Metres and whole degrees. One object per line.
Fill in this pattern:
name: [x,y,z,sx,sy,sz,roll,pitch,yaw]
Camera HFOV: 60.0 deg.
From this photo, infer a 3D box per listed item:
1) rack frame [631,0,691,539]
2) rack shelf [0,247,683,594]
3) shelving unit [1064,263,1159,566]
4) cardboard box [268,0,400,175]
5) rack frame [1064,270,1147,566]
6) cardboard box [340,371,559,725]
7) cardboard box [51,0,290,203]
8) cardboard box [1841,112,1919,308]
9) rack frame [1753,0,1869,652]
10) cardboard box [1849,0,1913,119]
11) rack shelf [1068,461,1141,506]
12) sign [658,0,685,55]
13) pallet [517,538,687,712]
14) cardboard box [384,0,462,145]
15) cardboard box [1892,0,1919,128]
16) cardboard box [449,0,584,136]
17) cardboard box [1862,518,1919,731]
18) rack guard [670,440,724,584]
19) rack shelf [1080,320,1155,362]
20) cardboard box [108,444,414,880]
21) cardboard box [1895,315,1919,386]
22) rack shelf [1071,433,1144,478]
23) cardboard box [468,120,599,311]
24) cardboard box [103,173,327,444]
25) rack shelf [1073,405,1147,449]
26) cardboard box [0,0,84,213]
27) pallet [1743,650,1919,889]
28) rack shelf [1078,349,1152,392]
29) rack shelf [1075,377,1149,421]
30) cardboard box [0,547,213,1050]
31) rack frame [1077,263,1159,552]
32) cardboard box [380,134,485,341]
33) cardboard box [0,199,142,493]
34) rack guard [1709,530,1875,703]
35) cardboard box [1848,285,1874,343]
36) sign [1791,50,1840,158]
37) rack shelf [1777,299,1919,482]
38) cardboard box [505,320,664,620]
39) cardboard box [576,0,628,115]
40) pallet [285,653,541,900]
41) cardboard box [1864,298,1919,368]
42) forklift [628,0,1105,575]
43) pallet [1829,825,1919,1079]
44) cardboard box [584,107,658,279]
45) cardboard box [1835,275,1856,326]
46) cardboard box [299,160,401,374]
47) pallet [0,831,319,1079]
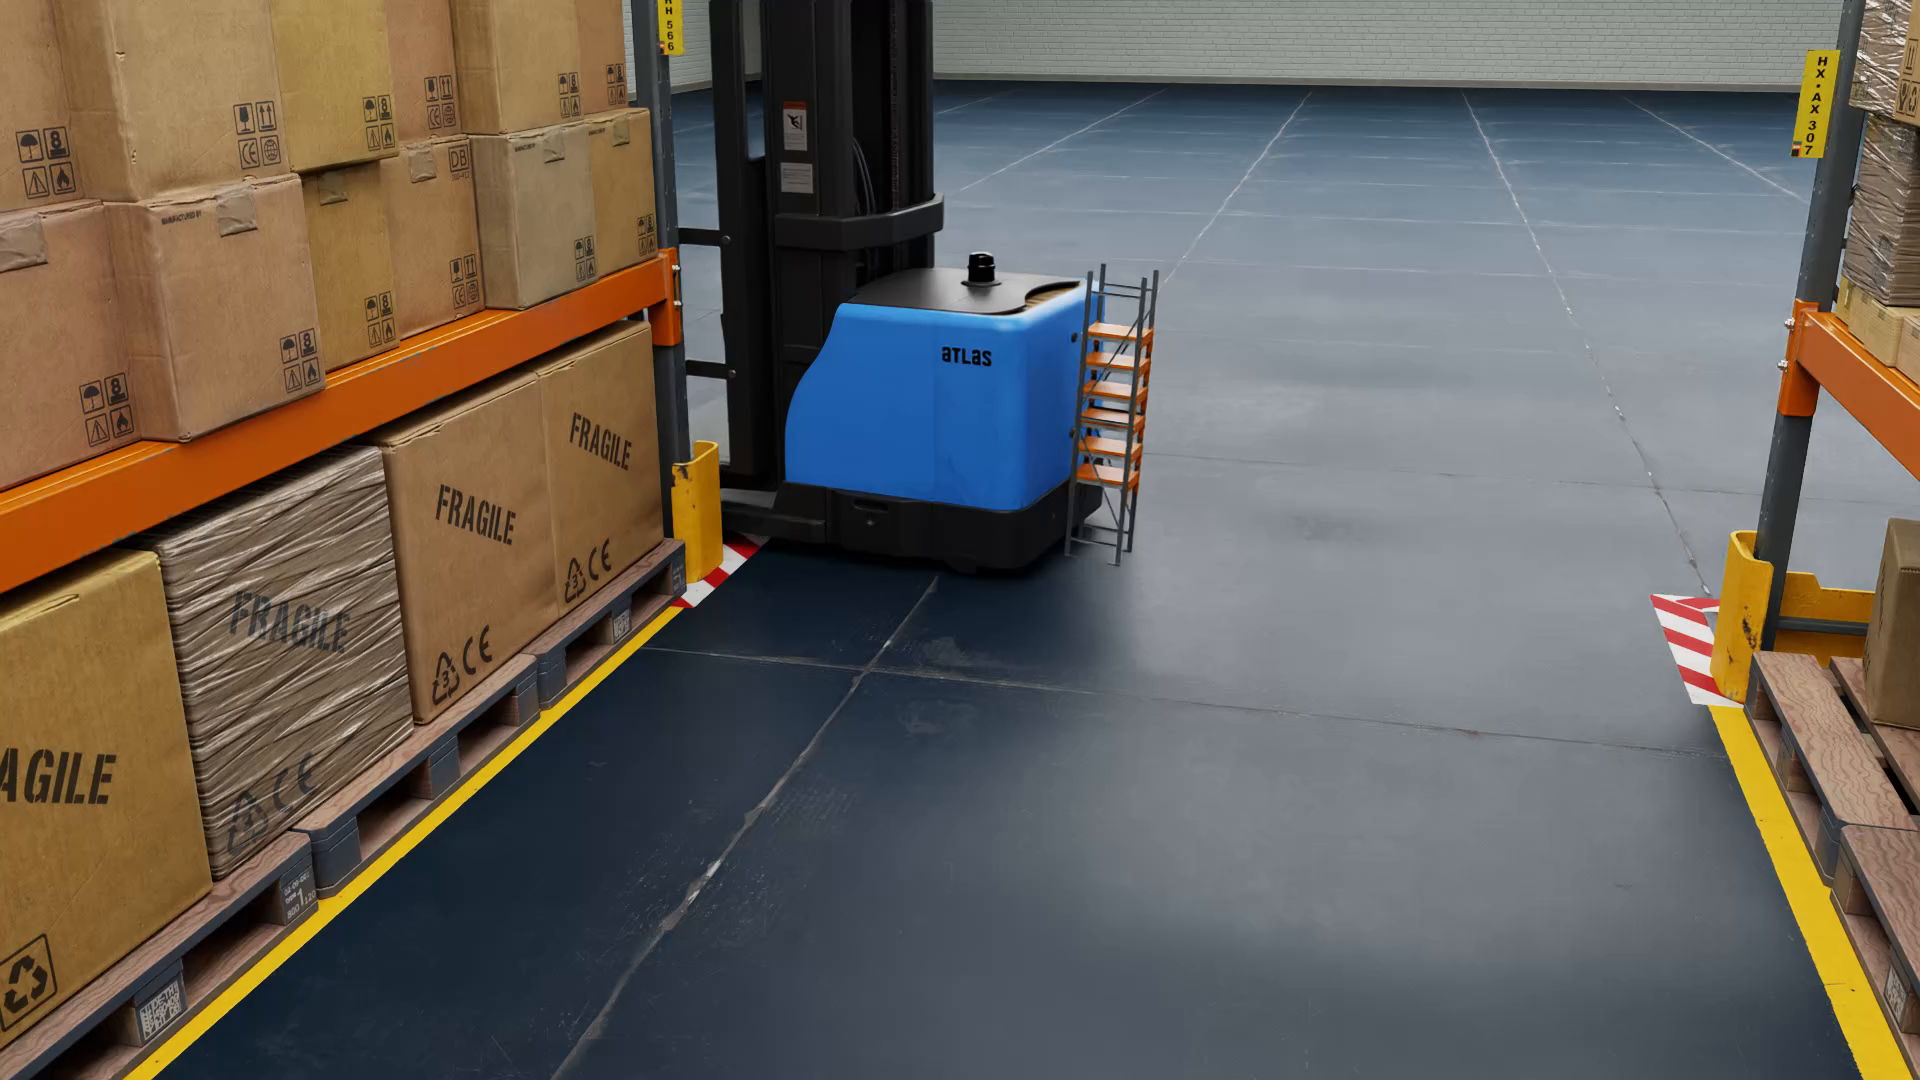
rack frame: [-1.586,-1.331,6.444,1.000,3.000,0.127,5,19,13]
rack shelf: [-2.075,-0.364,4.725,1.077,0.370,4.000,5,19,13]
shelving unit: [0.614,-0.503,6.782,0.258,1.200,0.189,10,21,18]
cardboard box: [-2.031,-1.279,4.389,0.875,0.550,0.500,5,19,13]
rack frame: [0.582,-0.476,6.701,0.240,1.200,0.006,10,21,18]
cardboard box: [-1.901,-0.031,5.274,0.875,0.875,0.875,4,19,13]
cardboard box: [-2.153,-1.112,3.901,0.875,0.550,0.550,5,19,13]
cardboard box: [3.038,-0.926,4.642,0.875,0.500,0.500,5,19,13]
rack frame: [3.199,-0.908,5.204,1.000,3.000,0.127,5,19,13]
cardboard box: [2.800,-1.418,4.537,0.500,0.500,0.500,5,19,13]
rack shelf: [0.598,-0.237,6.880,0.258,0.103,0.180,10,21,18]
sign: [-1.063,-1.944,6.080,0.100,0.325,0.005,5,19,13]
pallet: [-1.706,0.245,6.143,1.003,0.211,1.213,5,19,13]
cardboard box: [-2.028,-1.455,4.905,0.875,0.550,0.550,5,19,13]
cardboard box: [2.671,-1.262,4.080,0.500,0.500,0.500,5,19,13]
cardboard box: [-1.759,-1.620,5.388,0.875,0.550,0.550,5,19,13]
cardboard box: [3.030,0.271,4.971,0.500,0.500,0.500,9,21,23]
rack guard: [-1.580,-0.156,6.870,1.175,0.500,0.348,5,19,13]
rack shelf: [0.632,-0.799,6.673,0.258,0.103,0.180,10,21,18]
cardboard box: [-2.125,0.255,4.438,0.875,0.875,0.875,5,19,14]
cardboard box: [2.702,-0.484,4.353,0.380,0.149,0.250,5,19,13]
rack shelf: [0.605,-0.349,6.838,0.258,0.103,0.180,10,21,18]
cardboard box: [-1.746,-1.108,5.559,0.875,0.550,0.550,5,19,13]
cardboard box: [-2.126,-0.599,4.069,0.875,0.550,0.550,5,19,13]
rack shelf: [0.612,-0.462,6.797,0.258,0.103,0.180,10,21,18]
cardboard box: [-2.418,-0.954,3.437,0.875,0.550,0.550,5,19,13]
pallet: [2.948,0.688,4.848,1.003,0.211,1.213,5,19,13]
rack shelf: [0.625,-0.687,6.714,0.258,0.103,0.180,10,21,18]
rack shelf: [0.619,-0.574,6.756,0.258,0.103,0.180,10,21,18]
cardboard box: [-2.342,0.538,3.610,0.875,0.875,0.875,5,19,14]
rack frame: [0.647,-0.531,6.863,0.240,1.200,0.006,10,21,18]
cardboard box: [-2.005,-0.942,5.074,0.875,0.550,0.550,5,19,13]
cardboard box: [-2.372,-0.439,3.600,0.875,0.550,0.550,5,19,13]
rack guard: [3.180,0.299,5.539,1.175,0.500,0.348,5,19,13]
cardboard box: [2.818,-0.641,4.814,0.380,0.149,0.250,5,19,13]
sign: [2.673,-1.360,5.190,0.100,0.325,0.005,5,19,13]
rack shelf: [2.710,0.060,3.485,1.077,0.370,4.000,5,19,13]
cardboard box: [-1.688,-0.307,6.082,0.875,0.875,0.875,5,19,14]
cardboard box: [-1.714,-1.800,5.914,0.875,0.550,0.550,5,19,13]
pallet: [-2.006,0.627,5.027,1.003,0.211,1.213,5,19,13]
cardboard box: [2.743,-0.564,4.588,0.380,0.149,0.250,5,19,13]
forklift: [-0.925,-1.549,7.189,3.031,2.935,1.130,8,21,23]
pallet: [2.647,1.069,3.732,1.003,0.211,1.213,5,19,13]
cardboard box: [-1.633,-1.282,6.069,0.875,0.550,0.550,5,19,13]
cardboard box: [2.898,-0.718,5.039,0.380,0.149,0.250,5,19,13]
cardboard box: [-2.094,-0.773,4.578,0.875,0.550,0.500,5,19,13]
pallet: [-2.302,1.010,3.904,1.003,0.211,1.213,5,19,13]
